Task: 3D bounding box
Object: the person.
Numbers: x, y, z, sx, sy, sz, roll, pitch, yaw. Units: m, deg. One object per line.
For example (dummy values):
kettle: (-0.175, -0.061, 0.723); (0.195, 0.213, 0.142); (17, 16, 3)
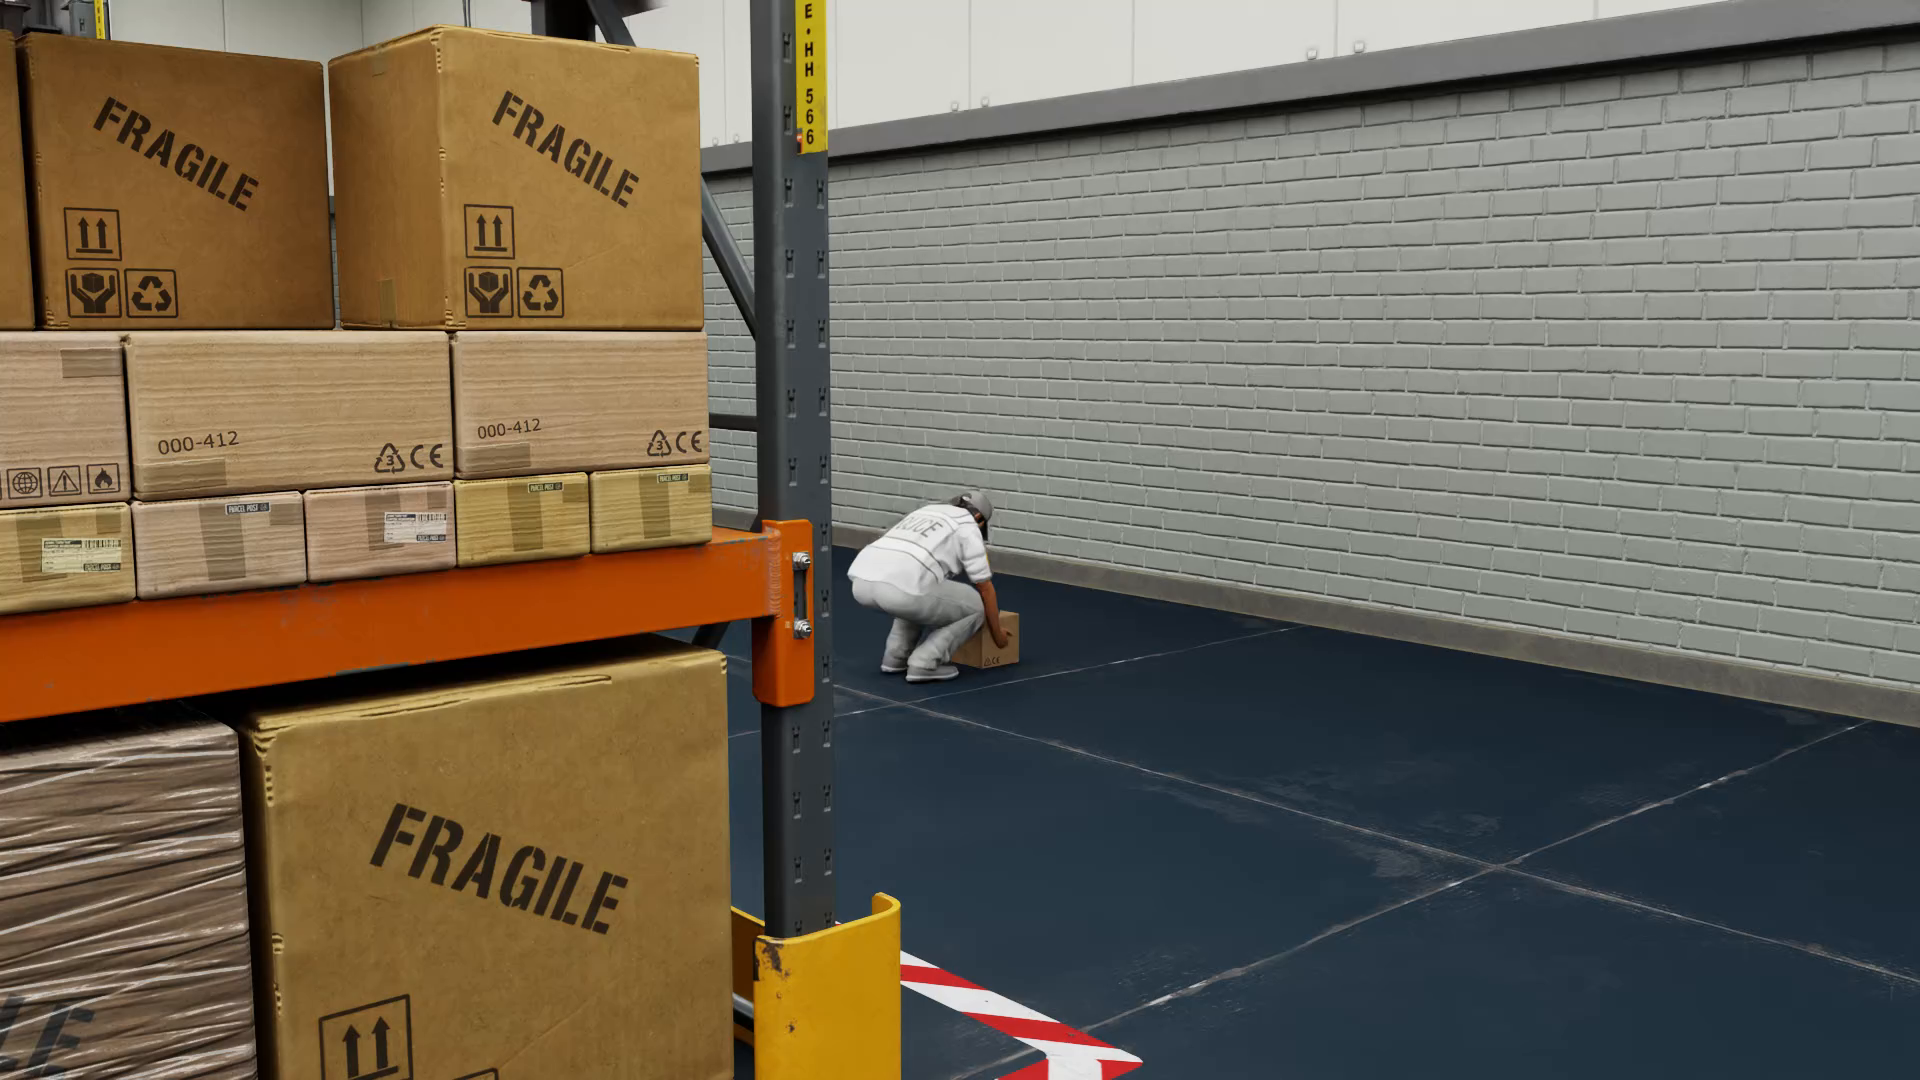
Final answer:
person: (-0.147, 0.222, 8.148); (0.861, 0.875, 0.525); (-7, 10, -41)
